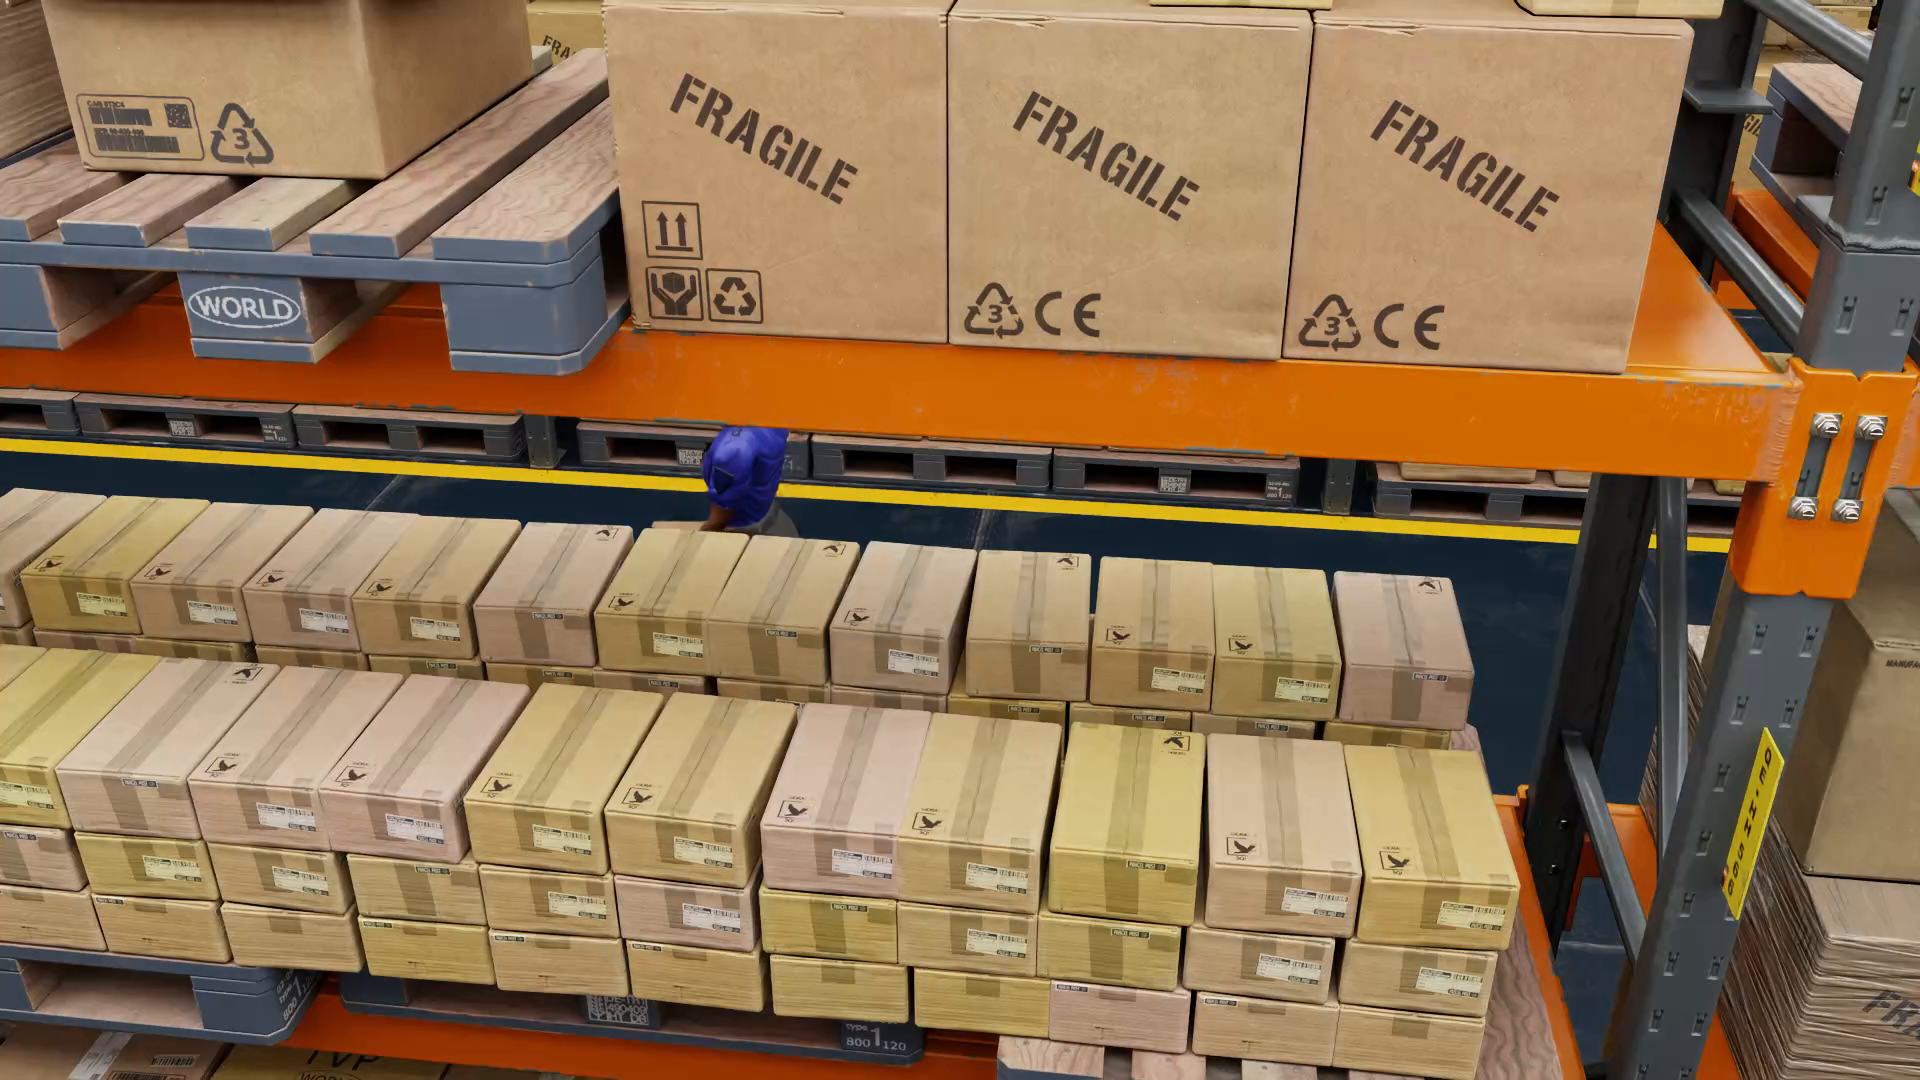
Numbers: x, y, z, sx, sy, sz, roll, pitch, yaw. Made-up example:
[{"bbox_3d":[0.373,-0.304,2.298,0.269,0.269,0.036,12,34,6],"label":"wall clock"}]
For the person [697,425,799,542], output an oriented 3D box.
[{"bbox_3d":[-0.829,0.050,6.023,0.571,1.652,0.479,5,29,9],"label":"person"}]
